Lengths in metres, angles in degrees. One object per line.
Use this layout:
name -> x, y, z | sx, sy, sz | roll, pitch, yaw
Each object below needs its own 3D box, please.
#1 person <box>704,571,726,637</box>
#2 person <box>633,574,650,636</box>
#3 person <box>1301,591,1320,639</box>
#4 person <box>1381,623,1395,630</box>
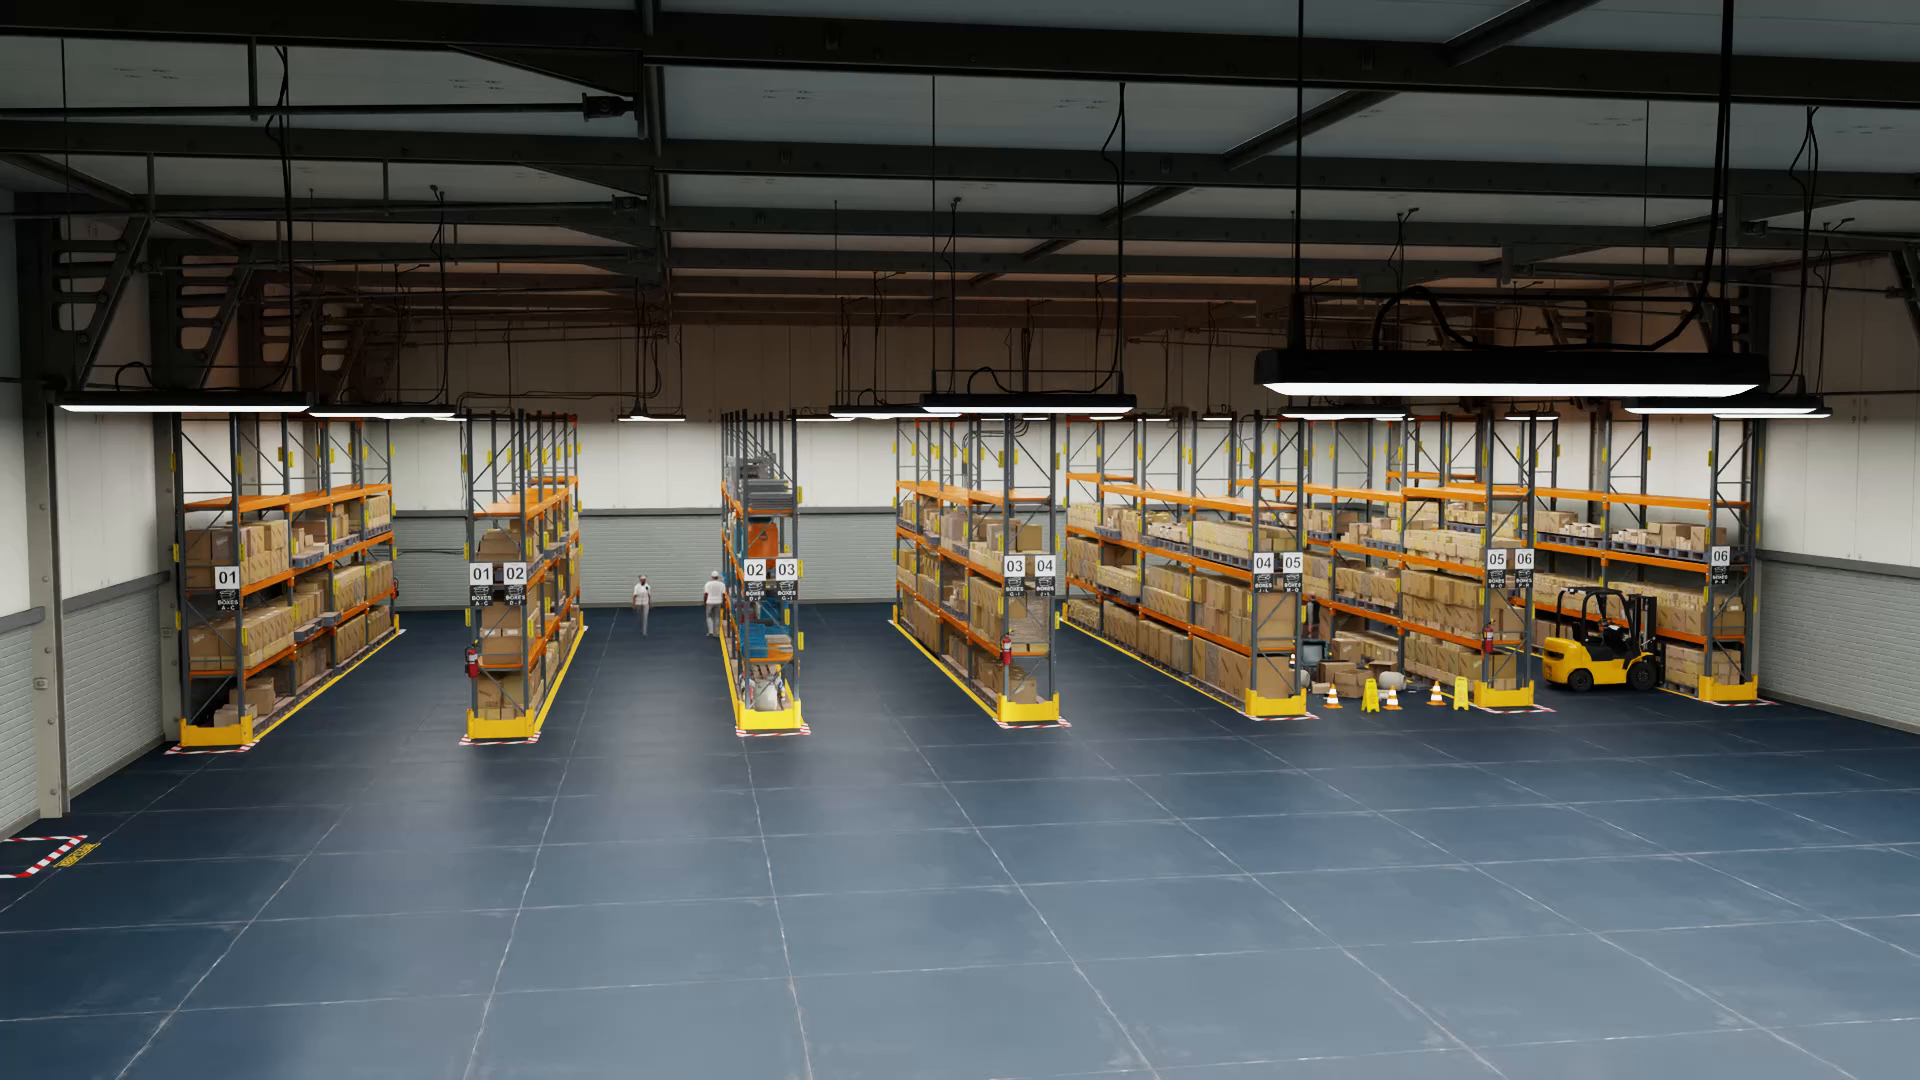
person -> -6.564, 1.720, 44.614 | 0.608, 1.767, 0.460 | -1, 4, -18
person -> -8.624, 1.741, 45.034 | 0.451, 1.633, 0.998 | 0, 4, -4
person -> 8.484, 2.098, 39.945 | 0.524, 1.757, 0.556 | -2, 4, -26
person -> 11.926, 1.679, 46.331 | 0.421, 1.655, 0.487 | 4, 6, 45
